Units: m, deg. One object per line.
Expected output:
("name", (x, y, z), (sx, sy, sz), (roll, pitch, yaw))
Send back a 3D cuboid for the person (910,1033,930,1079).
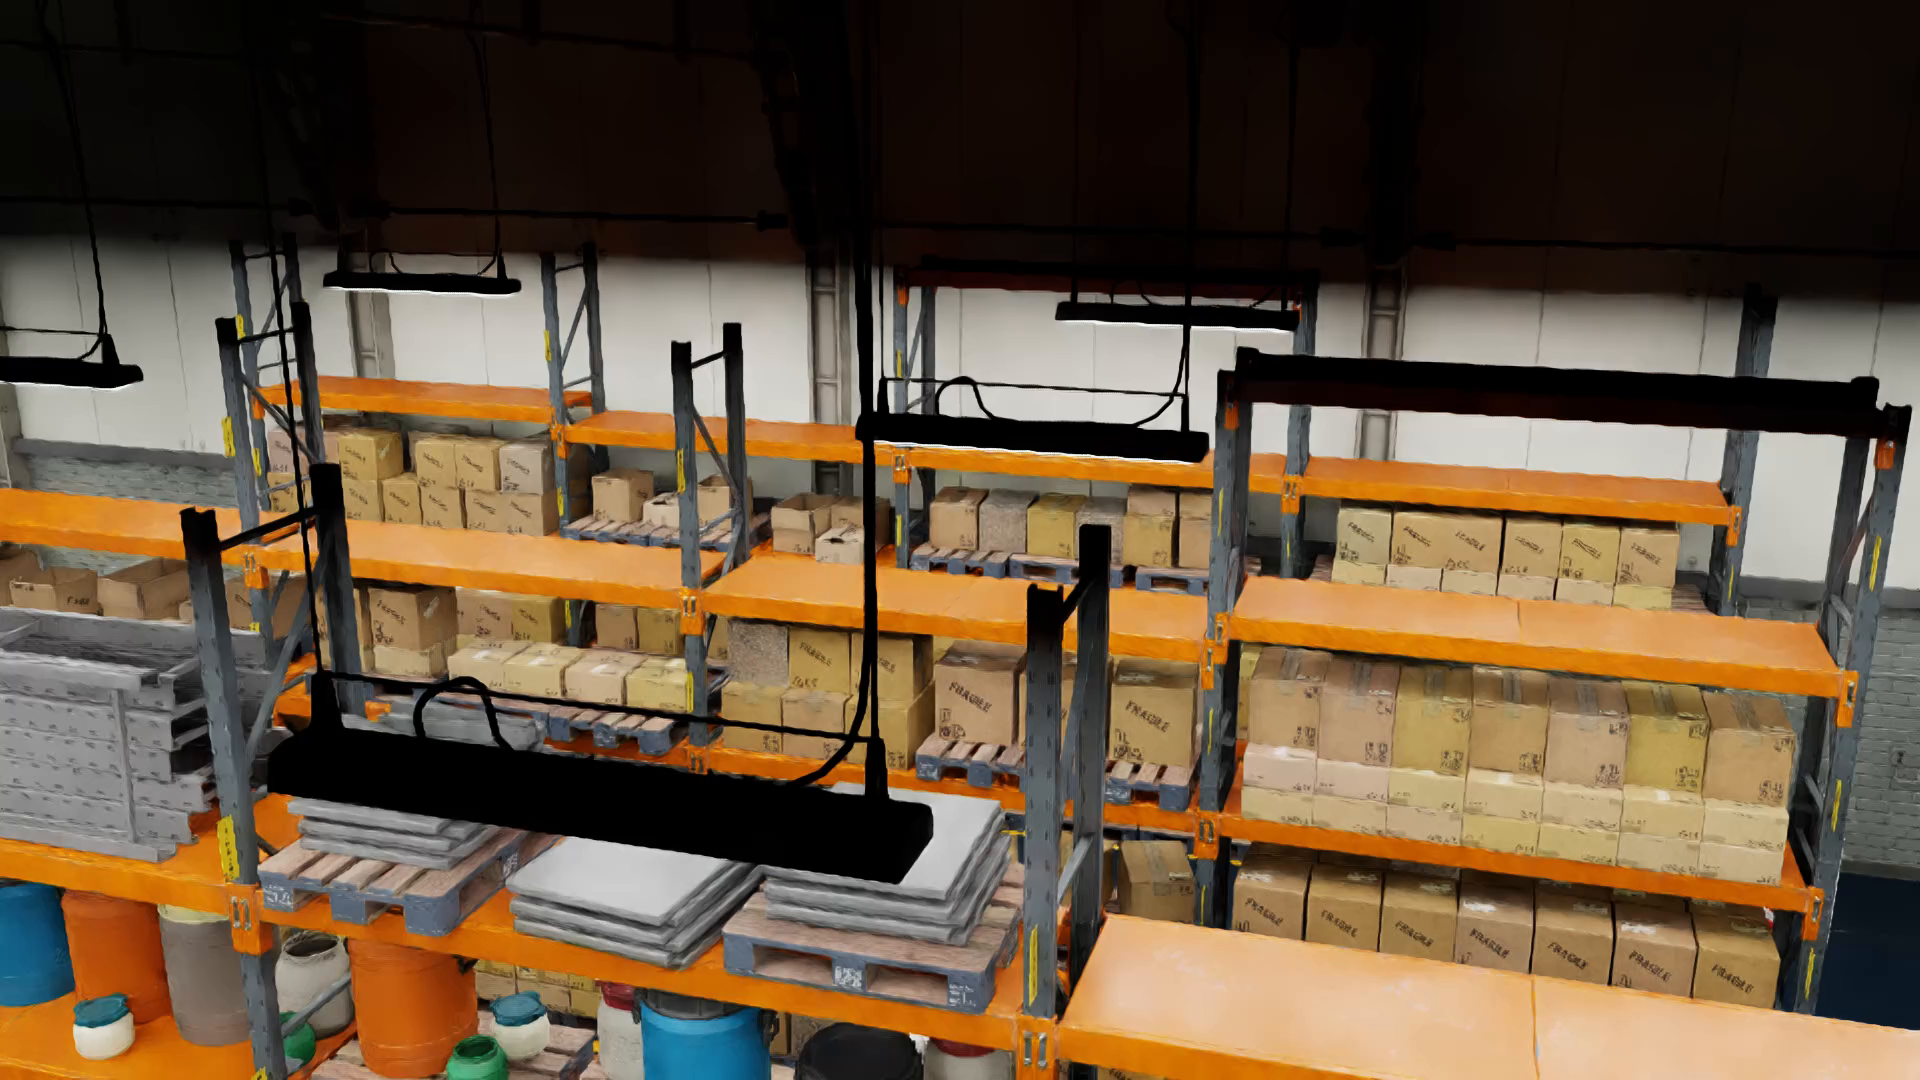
("person", (-0.113, 3.973, 11.896), (0.555, 1.684, 0.431), (-4, 16, -12))
